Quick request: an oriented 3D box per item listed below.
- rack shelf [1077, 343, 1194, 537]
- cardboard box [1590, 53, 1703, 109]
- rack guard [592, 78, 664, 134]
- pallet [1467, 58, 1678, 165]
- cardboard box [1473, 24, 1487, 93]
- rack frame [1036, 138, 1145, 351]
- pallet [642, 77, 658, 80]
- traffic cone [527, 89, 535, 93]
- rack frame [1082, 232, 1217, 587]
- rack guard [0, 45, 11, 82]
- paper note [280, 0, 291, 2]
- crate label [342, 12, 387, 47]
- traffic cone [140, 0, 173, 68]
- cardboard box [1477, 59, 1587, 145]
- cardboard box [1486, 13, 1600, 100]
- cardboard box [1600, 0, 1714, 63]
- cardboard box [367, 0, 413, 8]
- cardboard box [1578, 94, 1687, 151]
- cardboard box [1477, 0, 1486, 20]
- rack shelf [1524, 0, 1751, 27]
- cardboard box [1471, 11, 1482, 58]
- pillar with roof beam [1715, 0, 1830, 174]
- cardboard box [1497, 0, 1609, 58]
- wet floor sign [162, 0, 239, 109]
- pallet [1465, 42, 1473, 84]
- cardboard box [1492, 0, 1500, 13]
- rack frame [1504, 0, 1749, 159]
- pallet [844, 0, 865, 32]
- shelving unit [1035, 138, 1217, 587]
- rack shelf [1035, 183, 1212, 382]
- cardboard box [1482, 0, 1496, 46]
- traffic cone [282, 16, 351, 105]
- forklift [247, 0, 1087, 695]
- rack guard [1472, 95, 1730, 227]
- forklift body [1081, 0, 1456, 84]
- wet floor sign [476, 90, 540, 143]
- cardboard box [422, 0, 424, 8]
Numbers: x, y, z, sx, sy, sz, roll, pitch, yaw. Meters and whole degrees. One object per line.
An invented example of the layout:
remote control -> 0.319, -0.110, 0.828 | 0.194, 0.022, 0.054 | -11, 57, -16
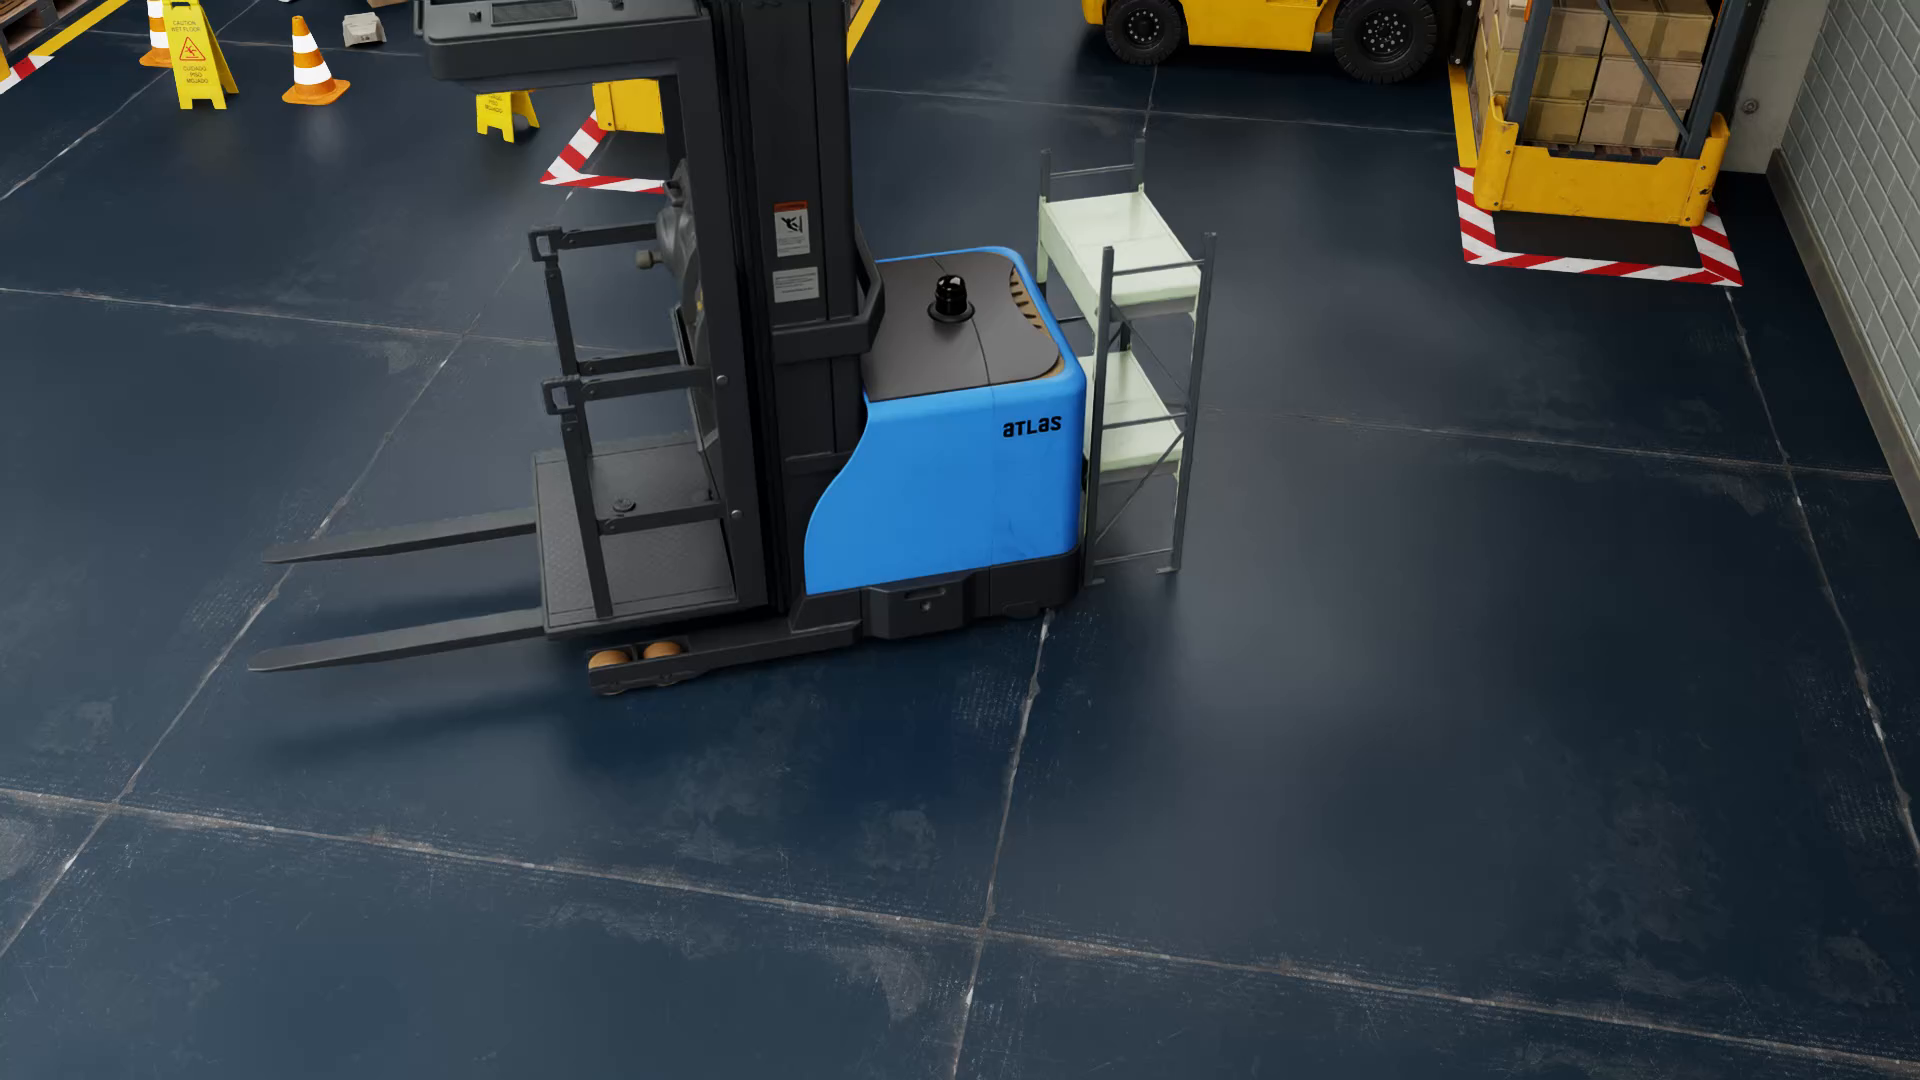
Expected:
rack shelf -> 0.586, -0.407, 6.577 | 0.431, 0.370, 0.720 | -9, 40, -11
cardboard box -> 3.653, -2.551, 8.917 | 0.500, 0.250, 0.500 | 7, 40, 8
rack guard -> -1.509, -2.613, 9.518 | 1.175, 0.500, 0.348 | 6, 40, 8
pallet -> 3.458, -2.394, 9.479 | 1.003, 0.211, 1.213 | 6, 40, 8
cardboard box -> 3.233, -2.727, 9.522 | 0.500, 0.250, 0.500 | 6, 40, 8
rack frame -> 0.495, -0.884, 6.643 | 0.400, 1.500, 0.023 | -9, 40, -11
pallet -> -1.334, -3.008, 10.222 | 1.003, 0.211, 1.213 | 6, 40, 8
traffic cone -> -2.718, -2.963, 9.971 | 0.336, 0.463, 0.334 | 6, 40, 8
rack frame -> 0.677, -0.433, 6.096 | 0.400, 1.500, 0.023 | -9, 40, -11
rack guard -> -6.419, -3.033, 10.026 | 1.175, 0.500, 0.348 | 6, 40, 8
paper note -> -4.479, -3.637, 11.126 | 0.144, 0.017, 0.142 | 20, 44, 23
crate label -> -3.795, -3.247, 10.570 | 0.250, 0.136, 0.298 | -13, 41, -15
traffic cone -> -4.924, -3.210, 10.270 | 0.336, 0.463, 0.334 | 6, 40, 8
cardboard box -> 3.137, -2.416, 9.146 | 0.500, 0.250, 0.500 | 7, 40, 8
cardboard box -> 3.144, -2.619, 8.999 | 0.500, 0.250, 0.500 | 6, 40, 7
cardboard box -> 3.637, -2.752, 8.768 | 0.500, 0.250, 0.500 | 6, 40, 7
cardboard box -> -3.712, -3.948, 11.130 | 0.797, 0.503, 0.637 | -20, 44, -23
cardboard box -> 3.645, -2.373, 9.094 | 0.500, 0.250, 0.500 | 7, 40, 8
cardboard box -> 3.310, -3.258, 9.773 | 0.500, 0.250, 0.500 | 6, 40, 7
rack shelf -> 3.713, -3.962, 9.752 | 1.077, 0.370, 4.000 | 6, 40, 8
cardboard box -> 3.328, -3.040, 9.901 | 0.500, 0.250, 0.500 | 7, 40, 8
pillar with roof beam -> 0.135, -6.108, 7.076 | 9.100, 9.000, 0.400 | 6, 40, 8
cardboard box -> 3.140, -2.795, 8.820 | 0.500, 0.250, 0.500 | 8, 40, 9
wet floor sign -> -4.470, -2.867, 9.712 | 0.267, 0.644, 0.232 | 0, 40, 0
pallet -> 3.672, -3.157, 10.403 | 1.003, 0.211, 1.213 | 6, 40, 8
cardboard box -> 3.222, -3.116, 9.208 | 0.500, 0.250, 0.500 | 7, 40, 8
rack frame -> 3.367, -2.984, 8.005 | 1.000, 3.000, 0.127 | 6, 40, 8
pallet -> -1.120, -3.771, 11.146 | 1.003, 0.211, 1.213 | 6, 40, 8
shelving unit -> 0.586, -0.658, 6.369 | 0.431, 1.500, 0.755 | -9, 40, -11
rack shelf -> 0.586, -0.959, 6.121 | 0.431, 0.370, 0.720 | -9, 40, -11
cardboard box -> 3.241, -2.932, 9.378 | 0.500, 0.250, 0.500 | 6, 40, 7
traffic cone -> -3.870, -2.872, 9.861 | 0.336, 0.463, 0.334 | 6, 40, 8
forklift -> -1.116, -0.938, 5.584 | 3.031, 2.935, 1.130 | -9, 40, -11
rack guard -> 3.363, -2.005, 8.783 | 1.175, 0.500, 0.348 | 6, 40, 8
forklift body -> 1.899, -4.048, 9.958 | 2.313, 2.155, 1.214 | 6, 40, 8
wet floor sign -> -2.609, -2.620, 9.413 | 0.267, 0.644, 0.232 | 20, 44, 23
cardboard box -> -3.285, -3.475, 10.836 | 0.380, 0.149, 0.250 | 28, 47, 30
